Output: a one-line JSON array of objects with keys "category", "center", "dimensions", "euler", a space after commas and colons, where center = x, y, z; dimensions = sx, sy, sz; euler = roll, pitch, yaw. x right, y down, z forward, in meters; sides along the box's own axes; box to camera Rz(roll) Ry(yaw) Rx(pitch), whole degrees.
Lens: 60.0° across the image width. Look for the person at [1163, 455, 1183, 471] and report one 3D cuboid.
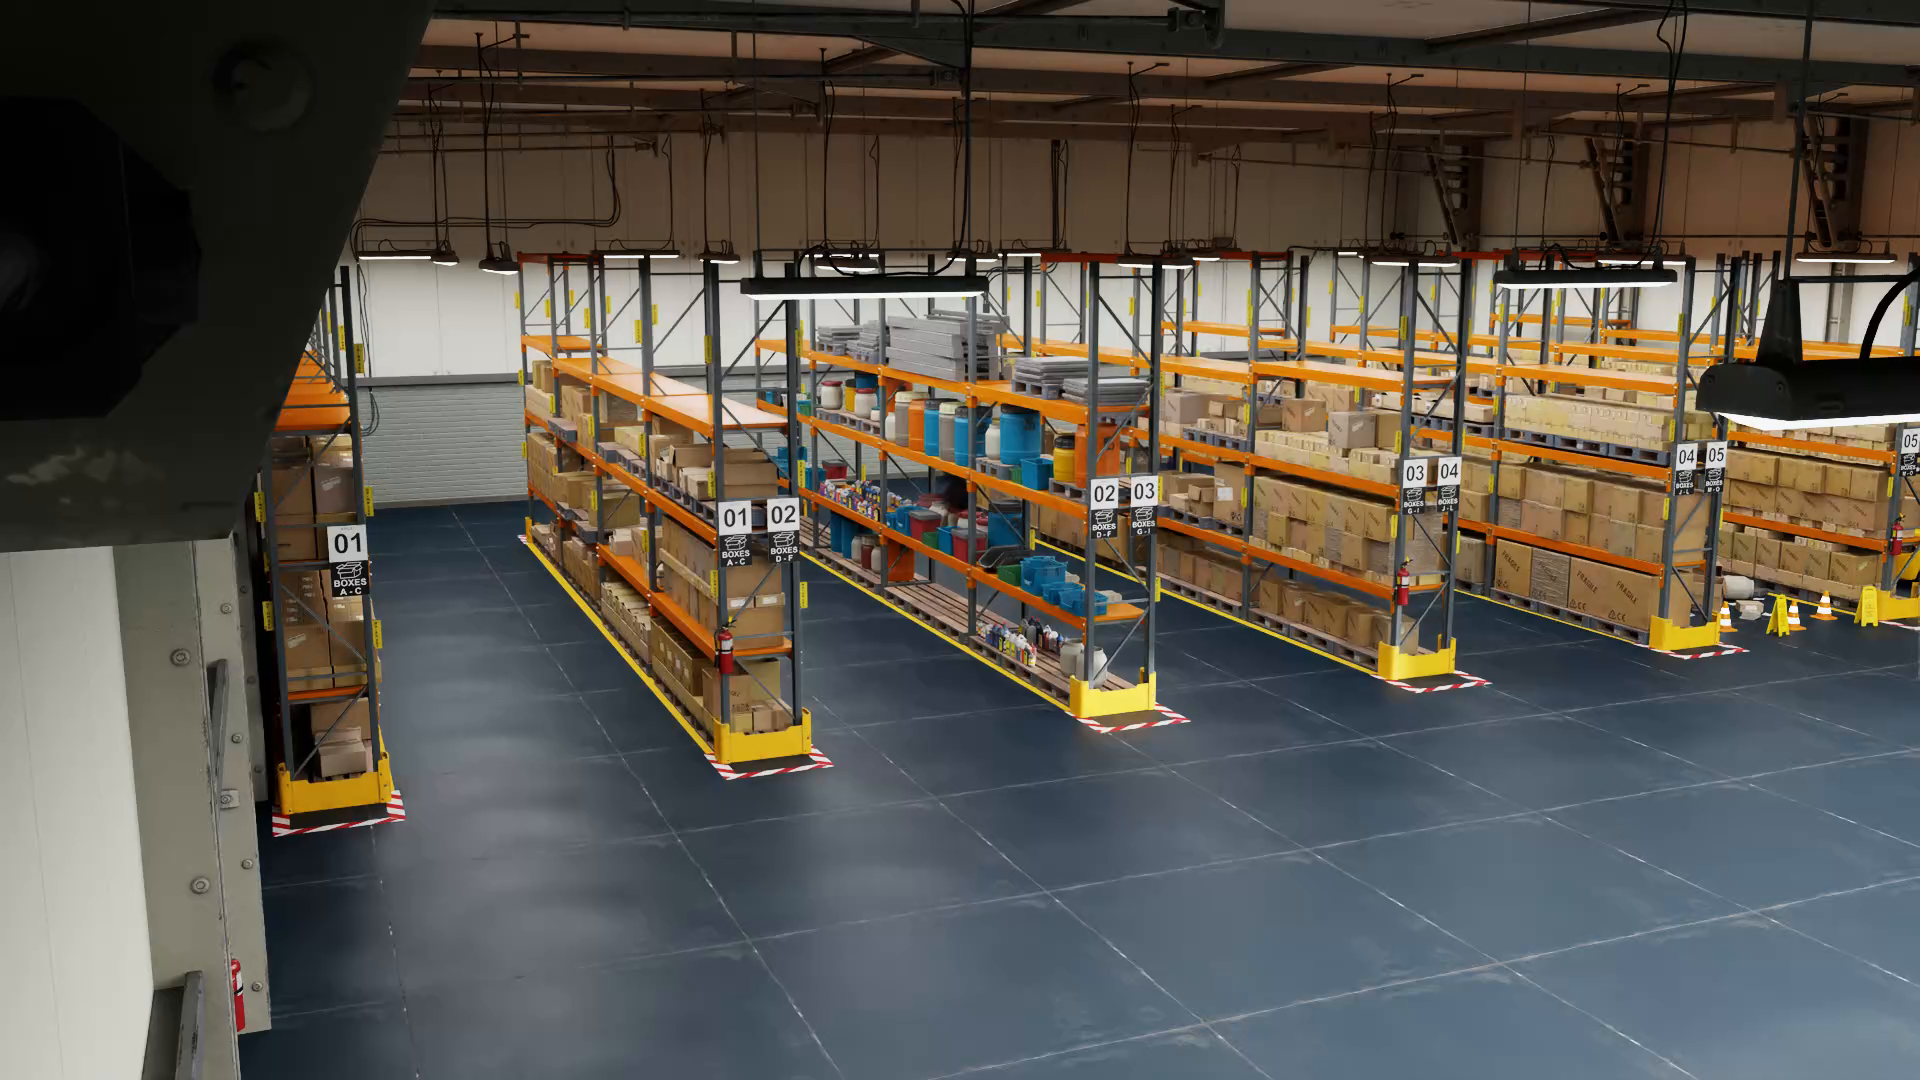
[{"category": "person", "center": [5.432, -2.025, 41.698], "dimensions": [0.769, 1.636, 0.607], "euler": [-8, 13, -38]}]
